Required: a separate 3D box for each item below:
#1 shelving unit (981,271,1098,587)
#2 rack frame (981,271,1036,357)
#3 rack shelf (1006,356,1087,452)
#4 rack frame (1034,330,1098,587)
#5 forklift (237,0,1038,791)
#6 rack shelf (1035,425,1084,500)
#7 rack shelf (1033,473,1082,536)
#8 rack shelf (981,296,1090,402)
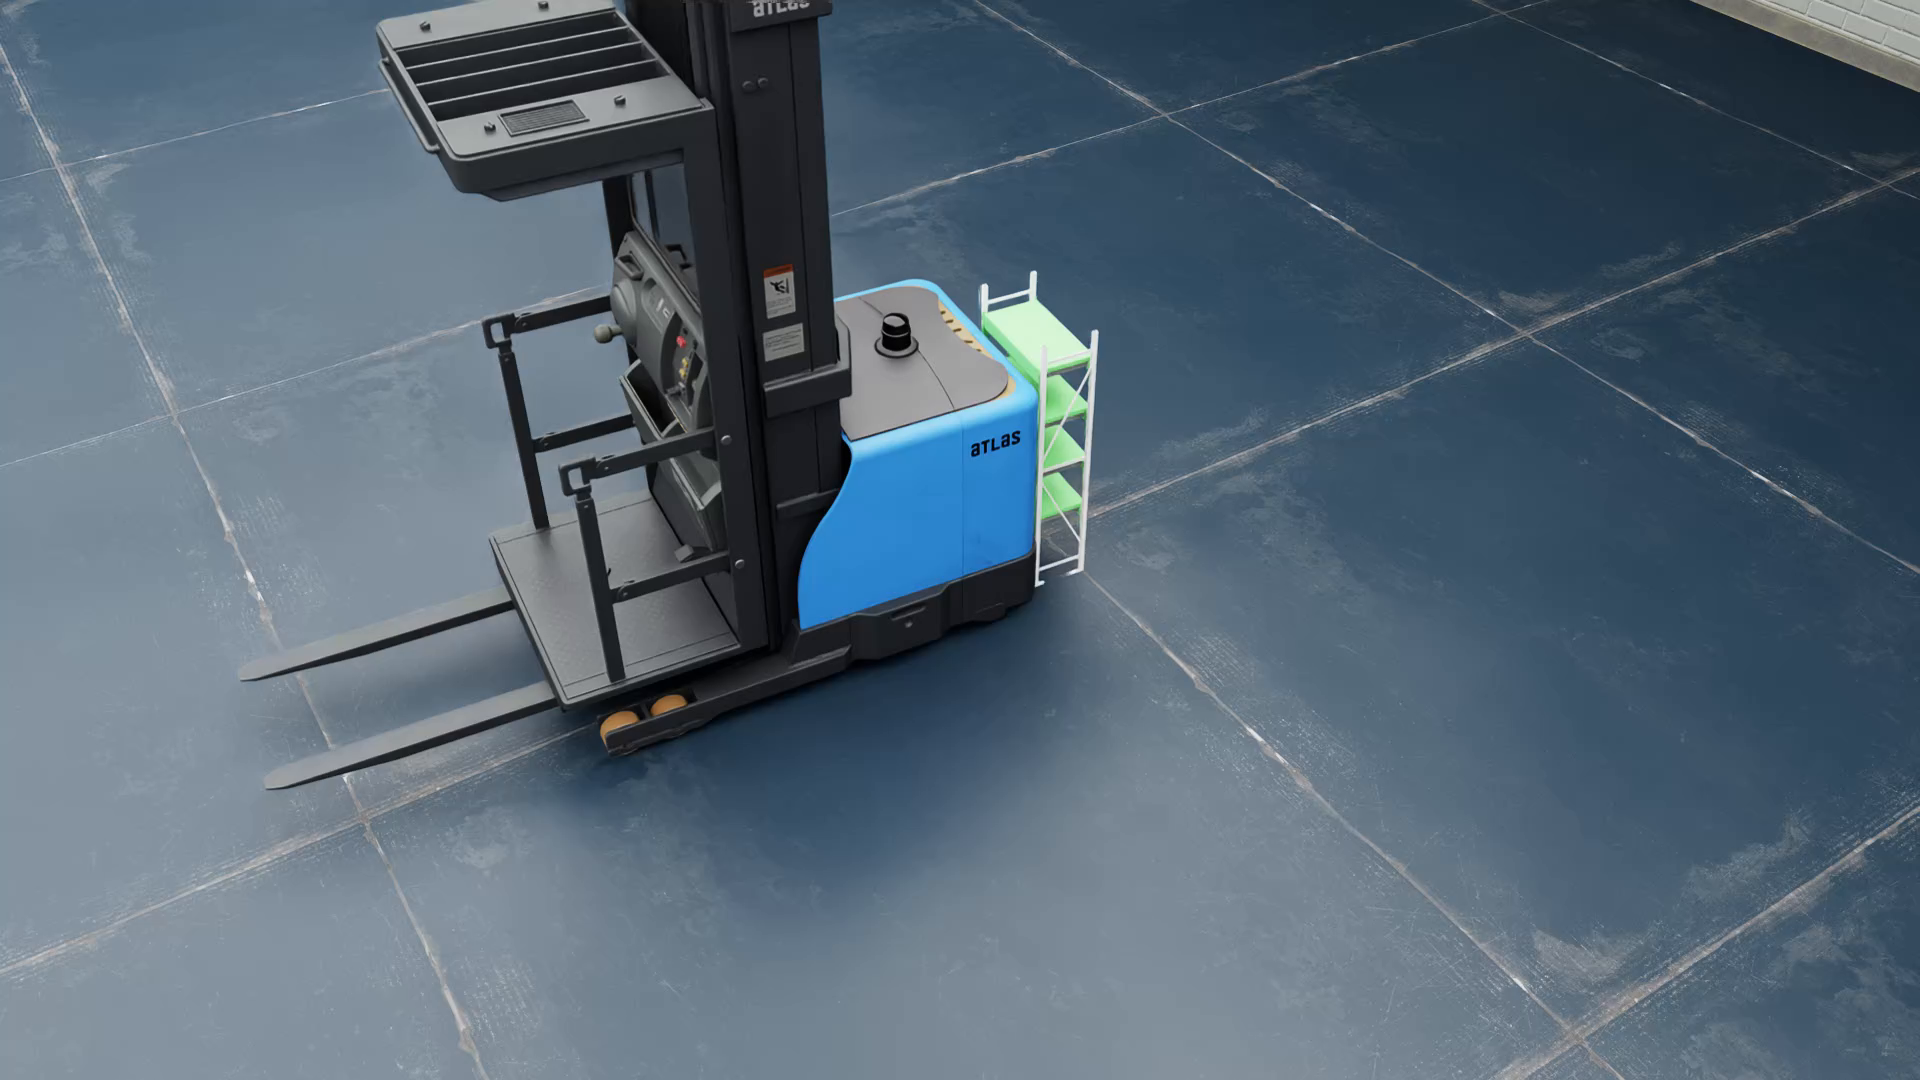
[{"bbox_3d":[0.306,-0.440,6.840,0.258,1.200,0.503,-18,43,-20],"label":"shelving unit"},{"bbox_3d":[0.196,-0.579,7.007,0.240,1.200,0.015,-18,43,-20],"label":"rack frame"},{"bbox_3d":[0.306,-0.575,6.727,0.258,0.148,0.480,-18,43,-20],"label":"rack shelf"},{"bbox_3d":[0.416,-0.300,6.673,0.240,1.200,0.015,-18,43,-20],"label":"rack frame"},{"bbox_3d":[-1.241,-0.704,5.805,3.031,2.935,1.130,-18,43,-20],"label":"forklift"},{"bbox_3d":[0.306,-0.390,6.881,0.258,0.148,0.480,-18,43,-20],"label":"rack shelf"},{"bbox_3d":[0.305,-0.206,7.035,0.258,0.148,0.480,-18,43,-20],"label":"rack shelf"},{"bbox_3d":[0.306,-0.759,6.574,0.258,0.148,0.480,-18,43,-20],"label":"rack shelf"}]
